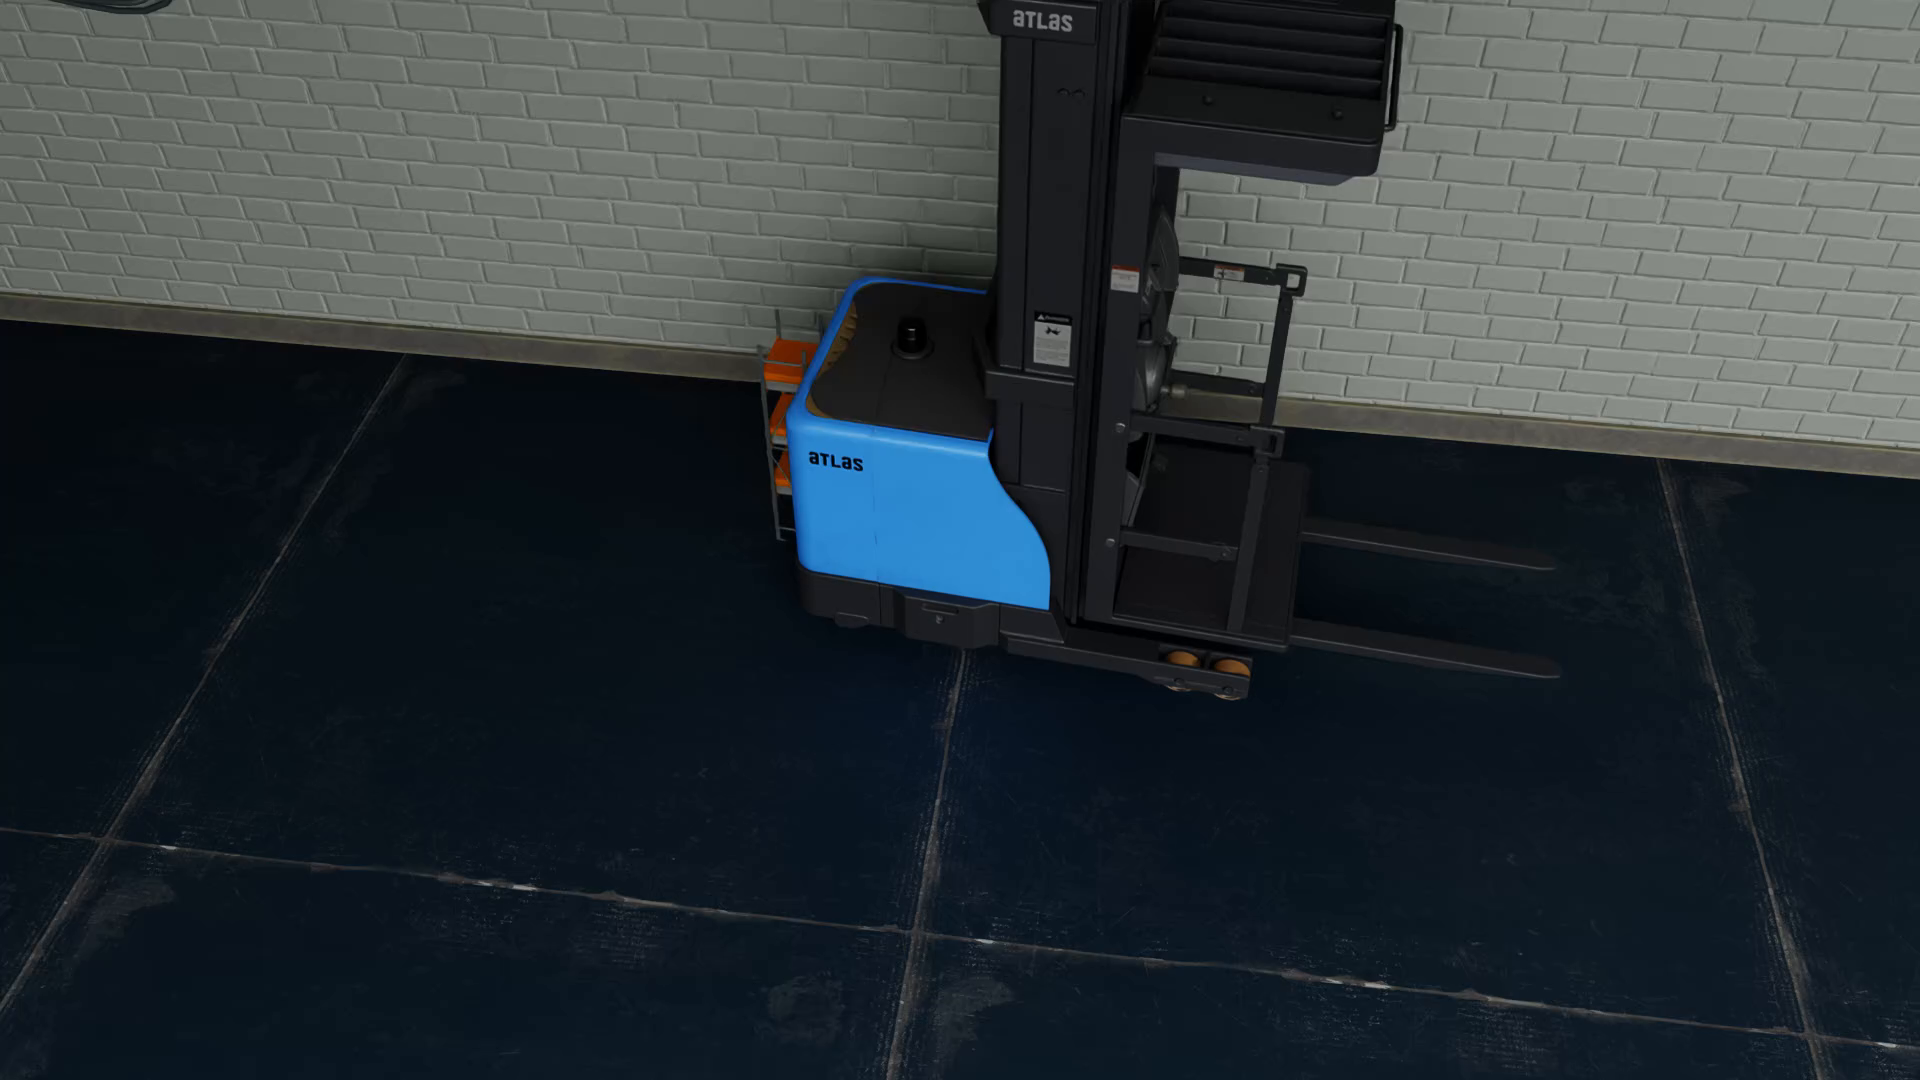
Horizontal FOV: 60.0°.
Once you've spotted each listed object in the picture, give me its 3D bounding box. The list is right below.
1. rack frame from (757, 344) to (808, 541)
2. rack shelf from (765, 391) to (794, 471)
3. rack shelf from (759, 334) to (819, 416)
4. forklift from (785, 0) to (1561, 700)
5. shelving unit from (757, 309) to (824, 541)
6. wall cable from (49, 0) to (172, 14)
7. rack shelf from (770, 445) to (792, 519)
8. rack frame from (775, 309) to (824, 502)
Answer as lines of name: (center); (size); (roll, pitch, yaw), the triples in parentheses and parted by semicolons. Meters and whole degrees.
rack frame: (-0.700, -0.370, 6.878); (0.200, 1.050, 0.008); (8, 44, 9)
rack shelf: (-0.675, -0.445, 6.972); (0.215, 0.259, 0.240); (8, 44, 9)
rack shelf: (-0.675, -0.651, 6.776); (0.215, 0.259, 0.240); (8, 44, 9)
forklift: (0.903, -0.836, 6.001); (3.031, 2.935, 1.130); (9, 44, 9)
shelving unit: (-0.675, -0.452, 6.964); (0.215, 1.050, 0.252); (8, 44, 9)
wall cable: (-4.719, -3.229, 6.374); (3.097, 2.526, 0.112); (5, 44, 6)
rack shelf: (-0.675, -0.243, 7.163); (0.215, 0.259, 0.240); (8, 44, 9)
rack frame: (-0.649, -0.534, 7.051); (0.200, 1.050, 0.008); (8, 44, 9)
